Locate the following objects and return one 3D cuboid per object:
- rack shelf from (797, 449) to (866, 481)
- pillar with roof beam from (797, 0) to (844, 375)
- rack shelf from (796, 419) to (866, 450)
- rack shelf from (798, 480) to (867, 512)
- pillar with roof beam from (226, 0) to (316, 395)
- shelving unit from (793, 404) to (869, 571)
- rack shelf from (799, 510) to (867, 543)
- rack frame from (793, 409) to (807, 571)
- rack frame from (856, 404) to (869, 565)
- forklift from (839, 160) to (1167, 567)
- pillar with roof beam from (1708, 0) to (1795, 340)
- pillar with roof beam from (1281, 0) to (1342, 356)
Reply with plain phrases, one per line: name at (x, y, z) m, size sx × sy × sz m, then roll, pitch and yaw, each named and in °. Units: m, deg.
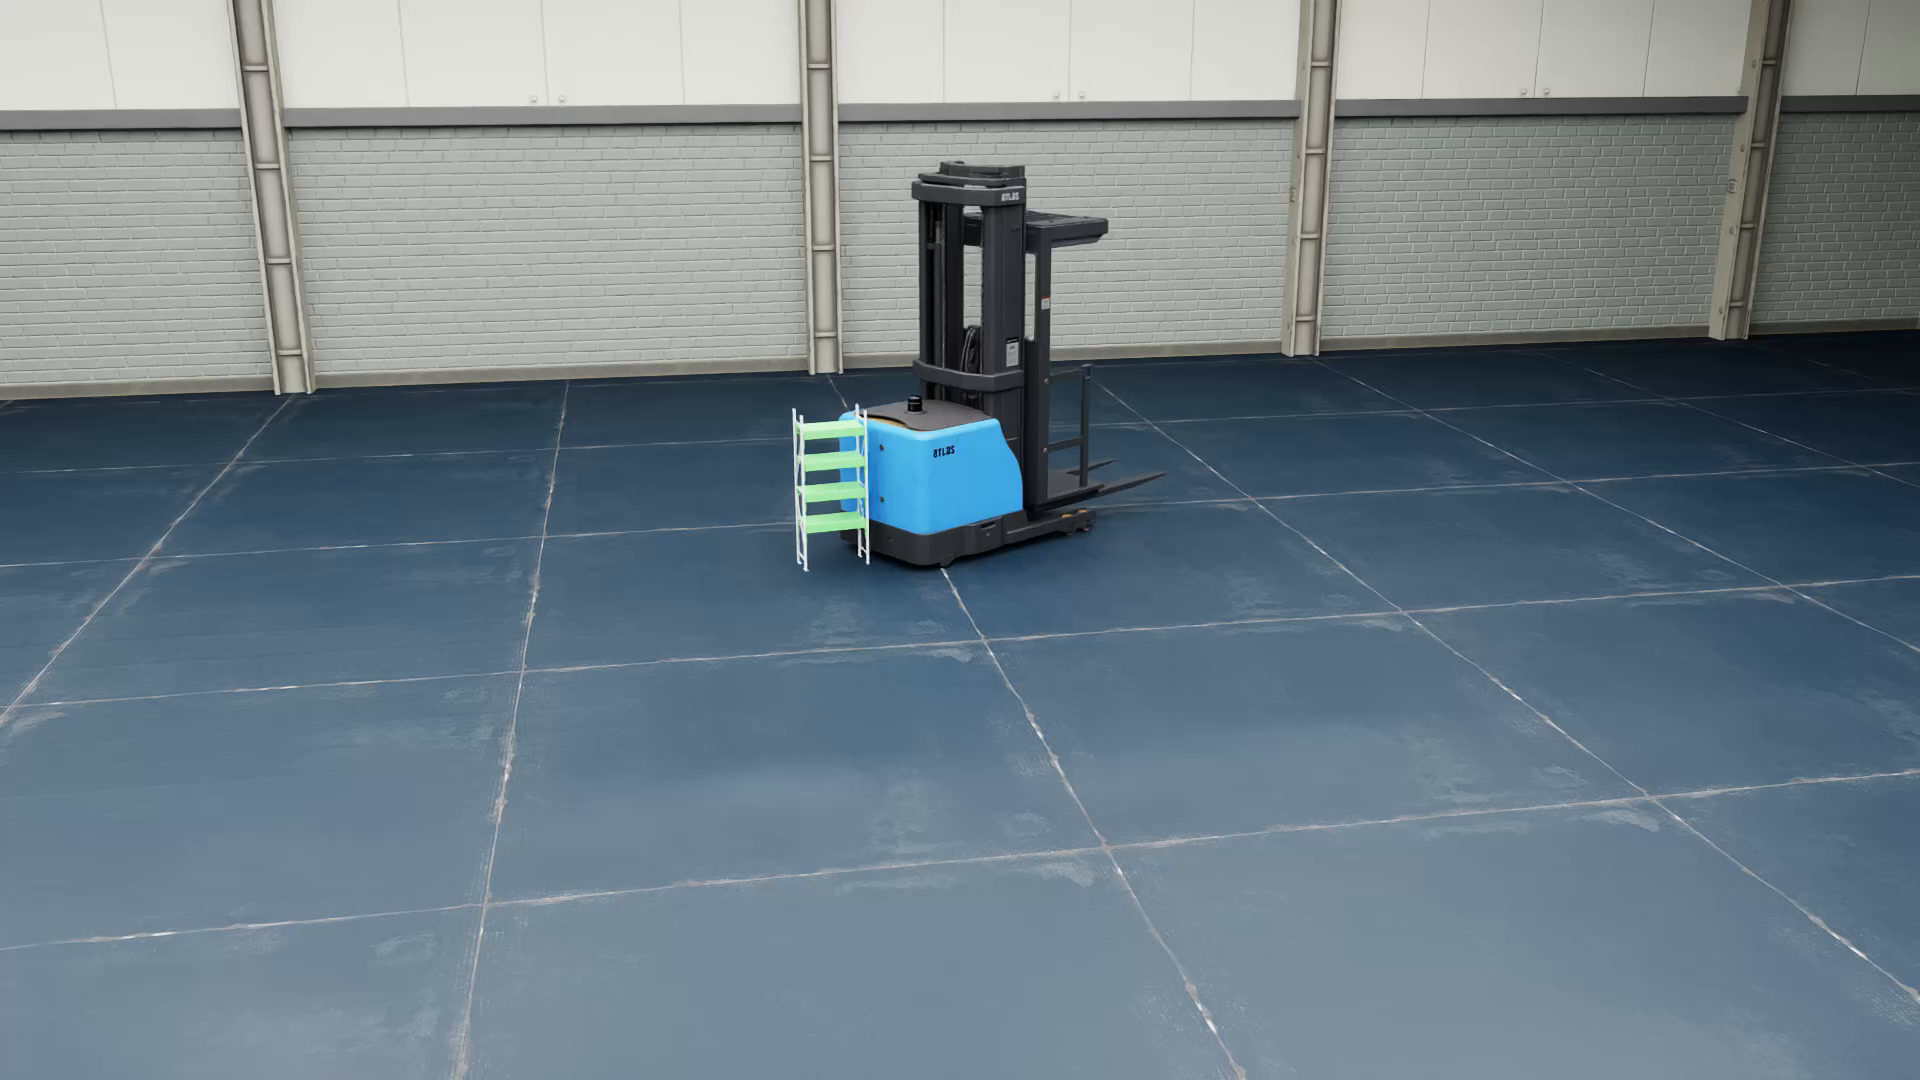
rack shelf at (-0.971, -0.563, 12.501) m, size 0.480 × 0.148 × 0.258 m, roll -6°, pitch 18°, yaw -18°
pillar with roof beam at (-0.792, -5.075, 14.509) m, size 0.400 × 9.000 × 9.100 m, roll -3°, pitch 17°, yaw -10°
rack shelf at (-0.971, -0.792, 12.431) m, size 0.480 × 0.148 × 0.258 m, roll -6°, pitch 18°, yaw -18°
rack shelf at (-0.971, -0.333, 12.572) m, size 0.480 × 0.148 × 0.258 m, roll -6°, pitch 18°, yaw -18°
pillar with roof beam at (-6.683, -4.741, 13.421) m, size 0.400 × 9.000 × 9.100 m, roll -3°, pitch 17°, yaw -10°
shelving unit at (-0.971, -0.395, 12.553) m, size 0.503 × 1.200 × 0.258 m, roll -6°, pitch 18°, yaw -18°
rack shelf at (-0.971, -0.104, 12.642) m, size 0.480 × 0.148 × 0.258 m, roll -6°, pitch 18°, yaw -18°
rack frame at (-1.201, -0.371, 12.476) m, size 0.015 × 1.200 × 0.240 m, roll -6°, pitch 18°, yaw -18°
rack frame at (-0.741, -0.418, 12.630) m, size 0.015 × 1.200 × 0.240 m, roll -6°, pitch 18°, yaw -18°
forklift at (0.471, -1.545, 13.350) m, size 3.031 × 2.935 × 1.130 m, roll -15°, pitch 23°, yaw -41°
pillar with roof beam at (10.990, -5.744, 16.685) m, size 0.400 × 9.000 × 9.100 m, roll -3°, pitch 17°, yaw -10°
pillar with roof beam at (5.099, -5.409, 15.597) m, size 0.400 × 9.000 × 9.100 m, roll -3°, pitch 17°, yaw -10°
